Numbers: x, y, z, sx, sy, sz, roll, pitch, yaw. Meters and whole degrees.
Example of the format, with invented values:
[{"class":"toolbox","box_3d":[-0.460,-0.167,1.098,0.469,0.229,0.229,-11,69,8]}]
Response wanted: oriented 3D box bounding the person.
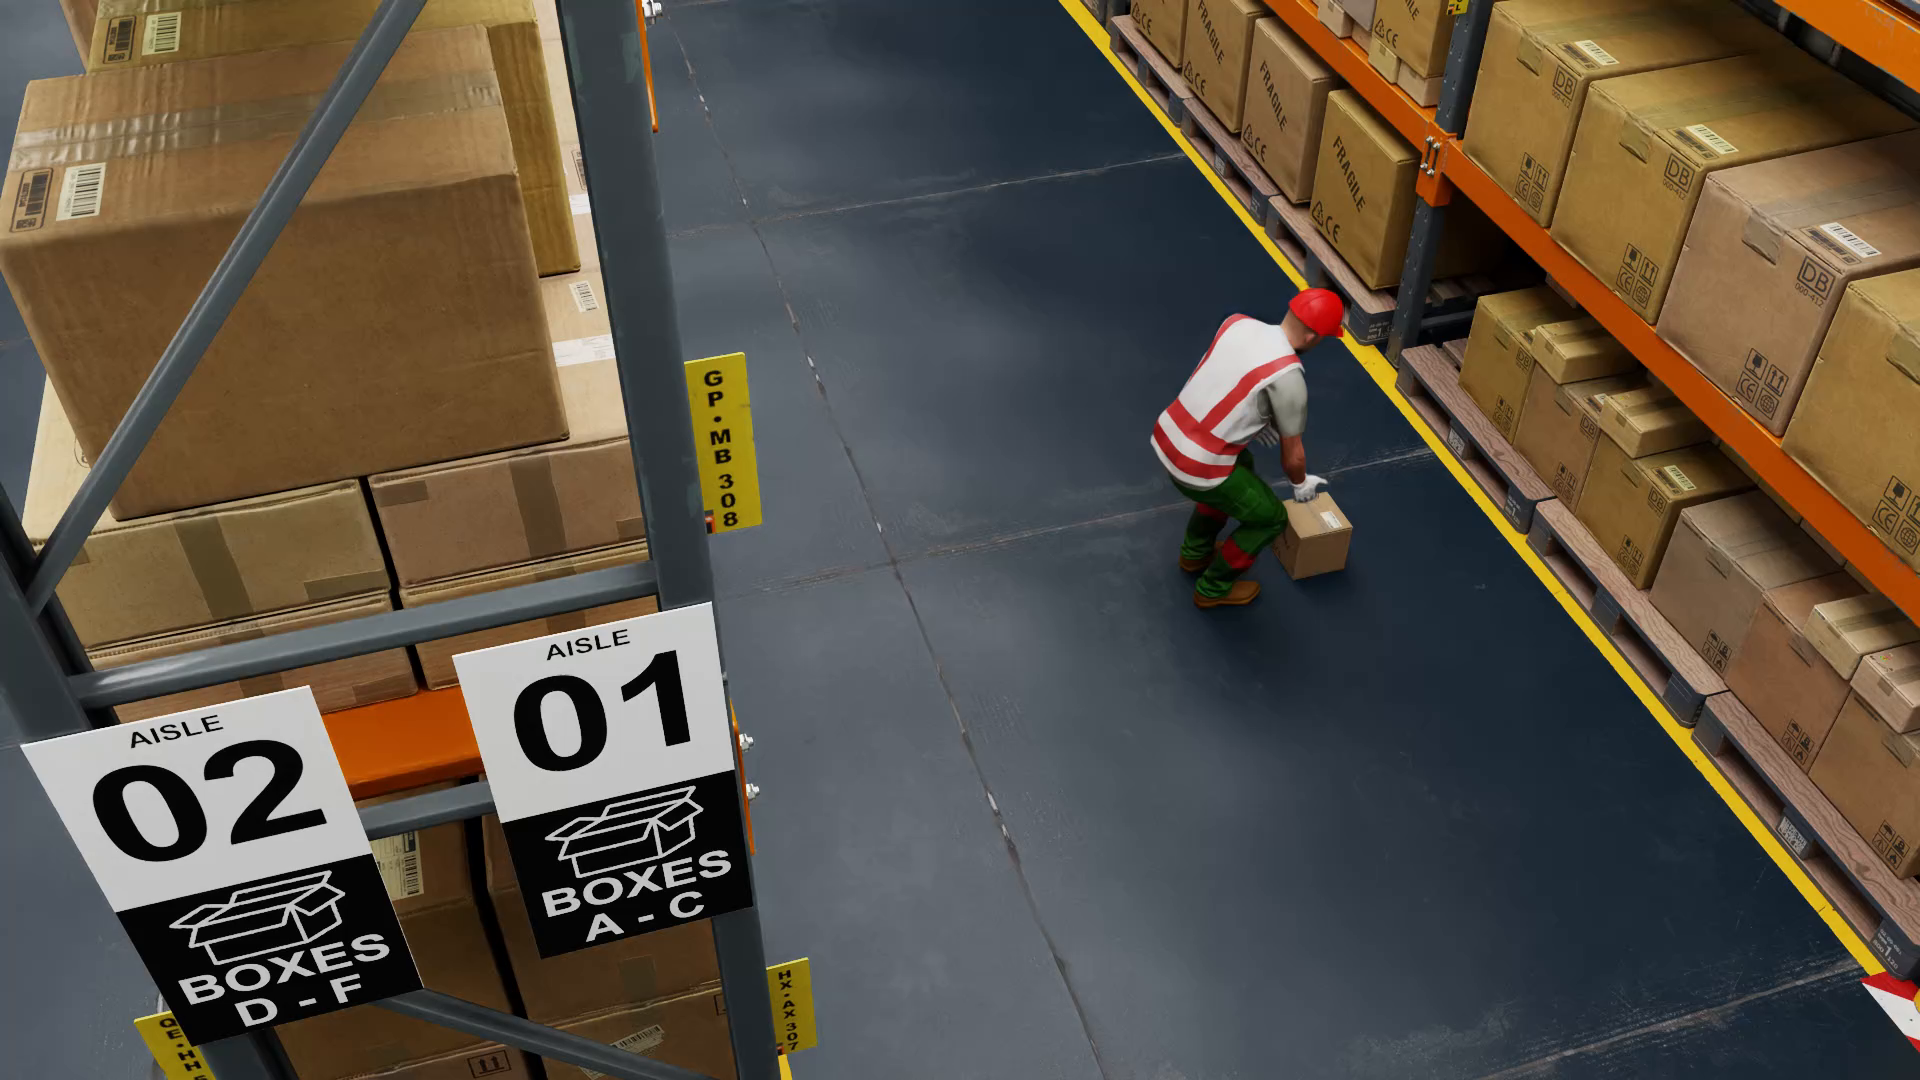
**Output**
[{"class":"person","box_3d":[1.155,-0.391,6.861,0.766,1.412,0.584,-12,43,-13]}]
